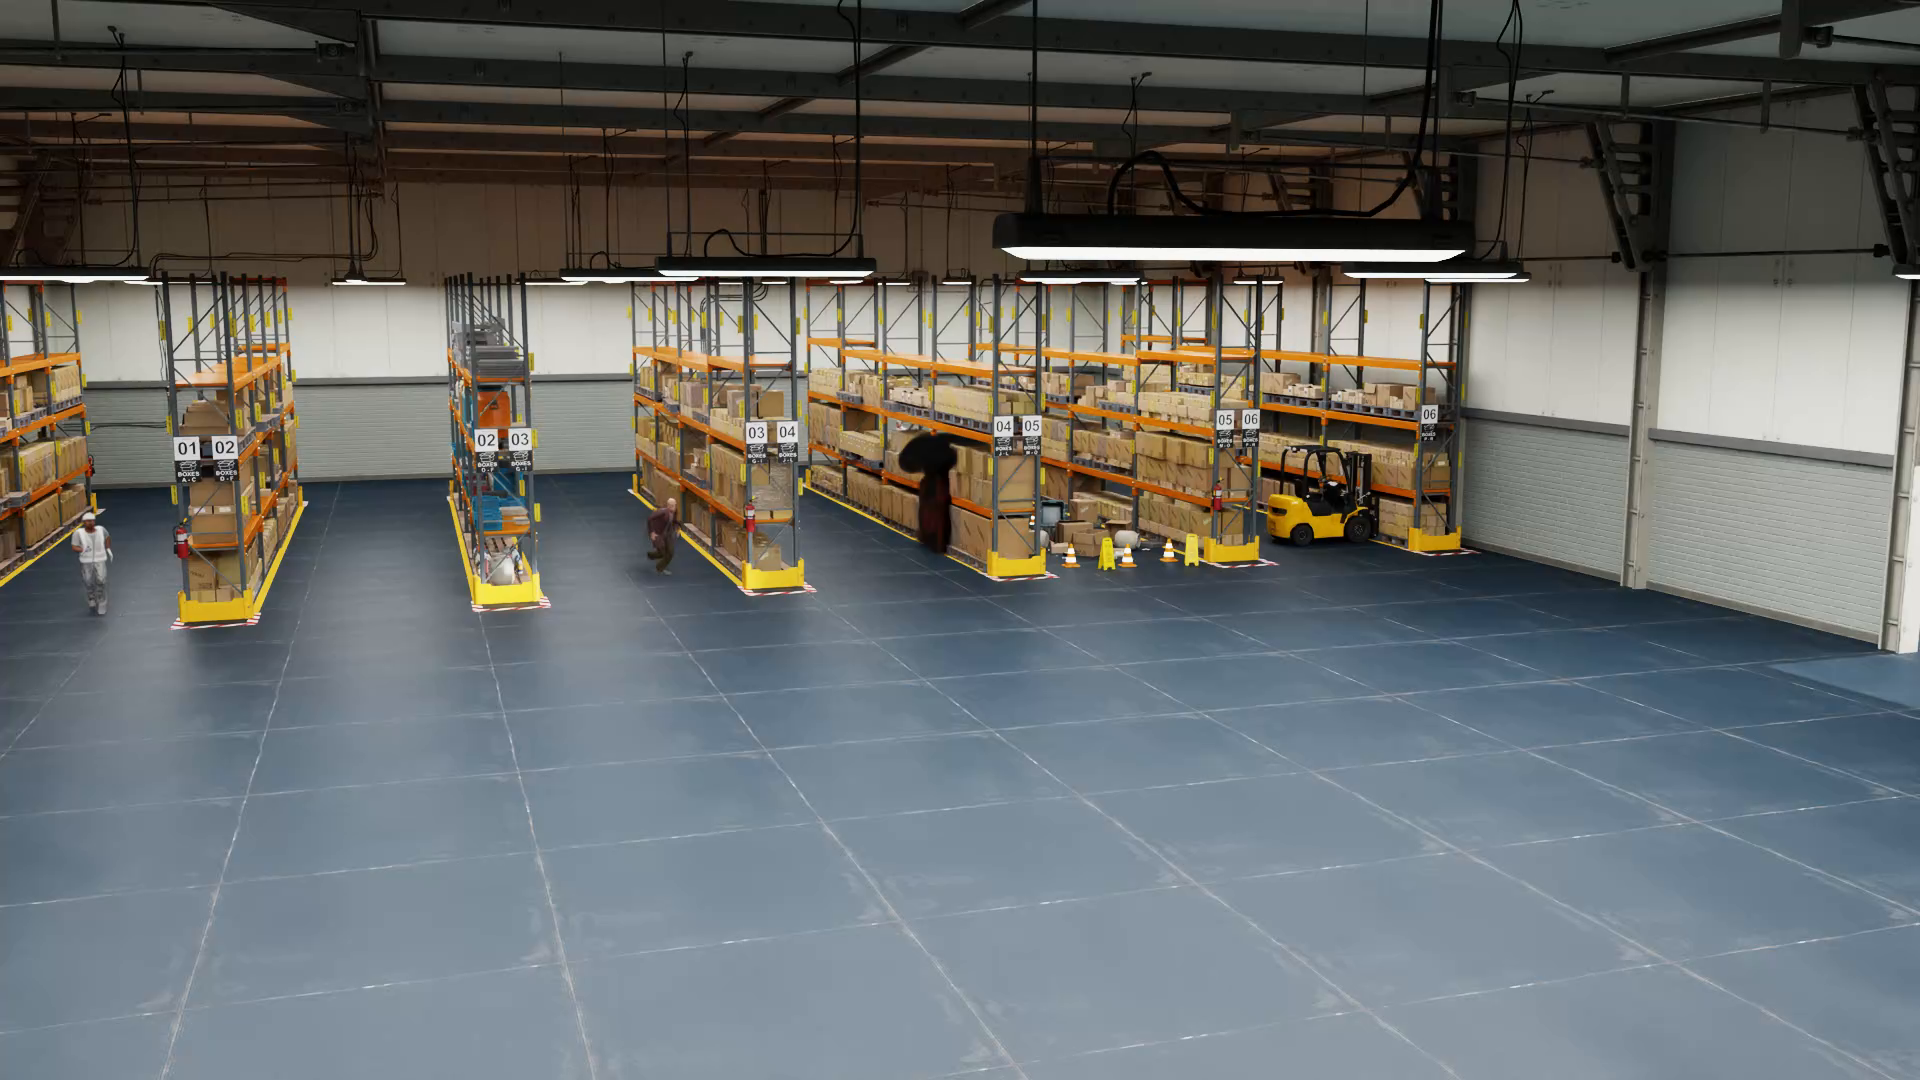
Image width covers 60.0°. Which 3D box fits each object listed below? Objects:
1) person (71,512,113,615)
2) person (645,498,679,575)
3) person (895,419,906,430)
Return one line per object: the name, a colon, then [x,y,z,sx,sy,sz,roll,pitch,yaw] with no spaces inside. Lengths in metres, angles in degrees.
person: [-15.342,0.420,29.425,0.633,1.835,0.857,-5,10,-28]
person: [-6.042,-0.079,33.456,0.971,1.580,0.729,8,11,41]
person: [-1.821,-2.860,51.293,0.838,1.801,0.581,-7,11,-39]
